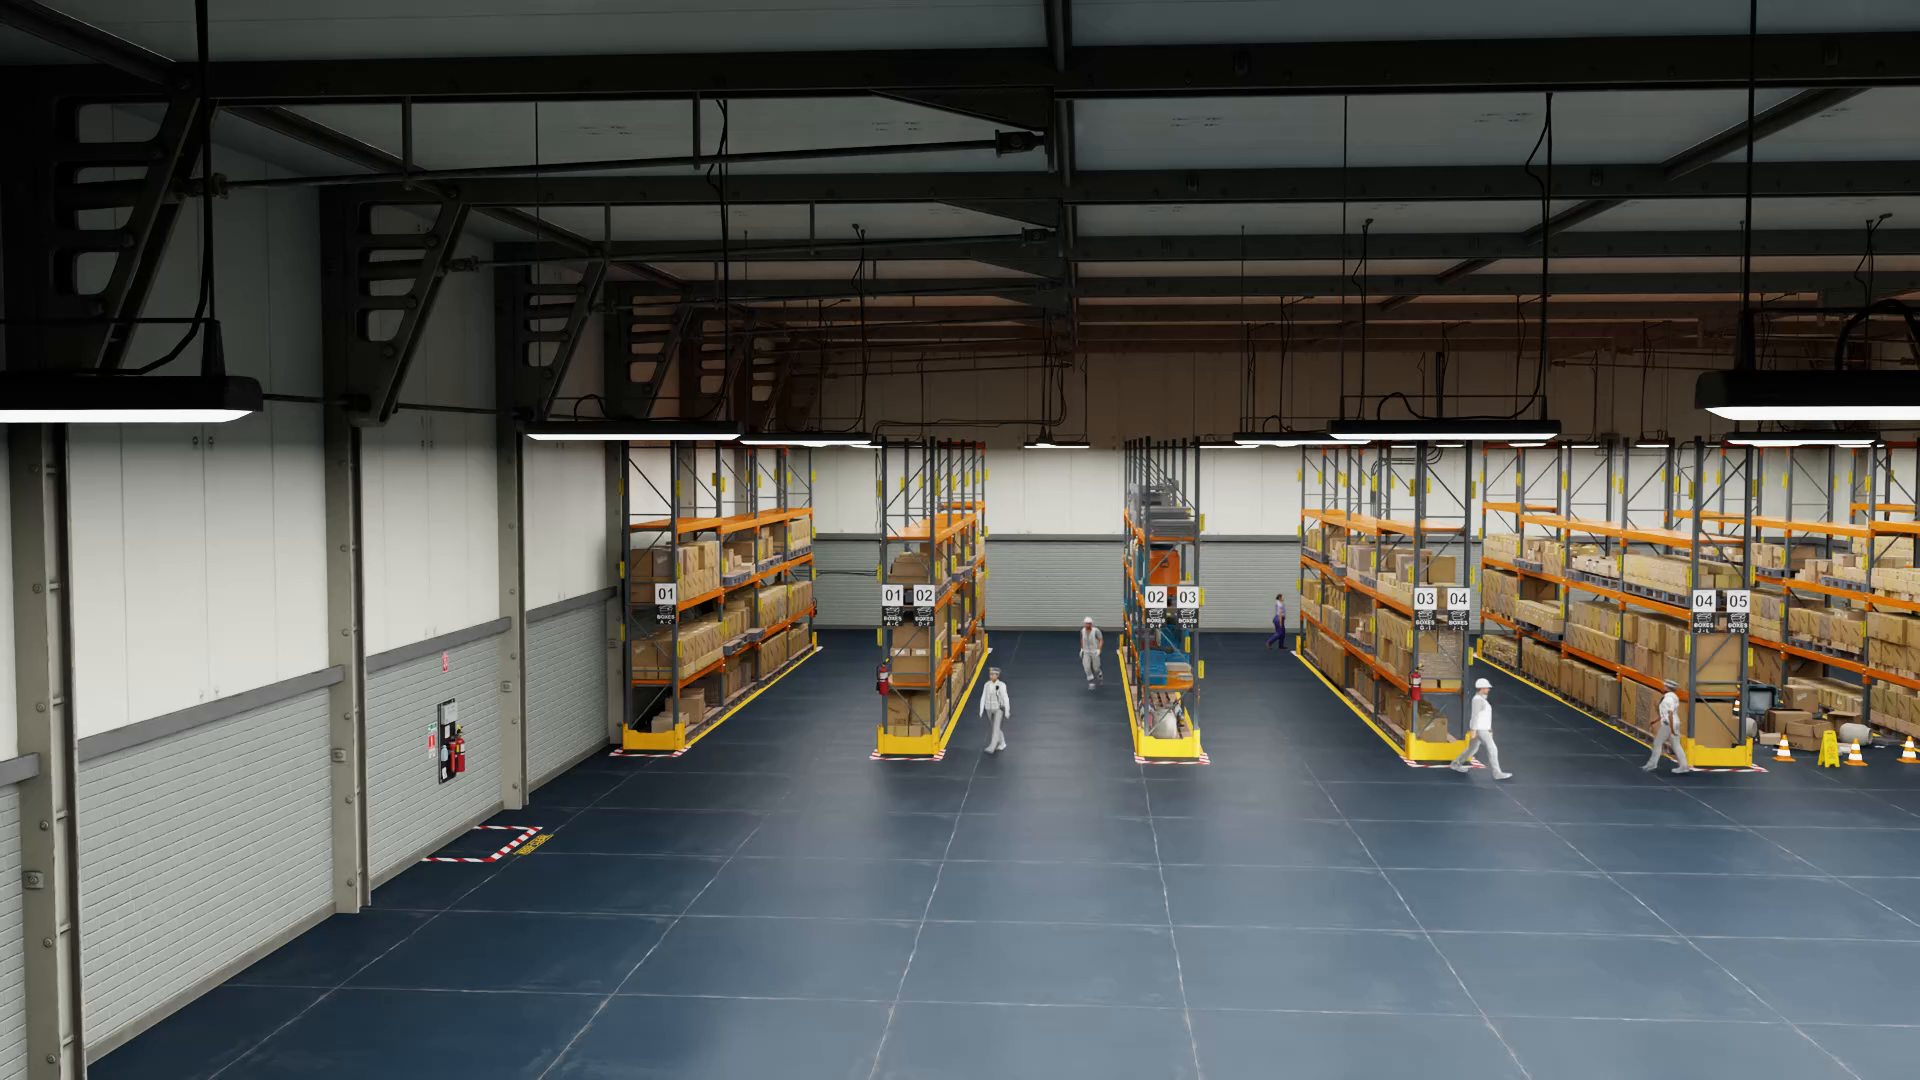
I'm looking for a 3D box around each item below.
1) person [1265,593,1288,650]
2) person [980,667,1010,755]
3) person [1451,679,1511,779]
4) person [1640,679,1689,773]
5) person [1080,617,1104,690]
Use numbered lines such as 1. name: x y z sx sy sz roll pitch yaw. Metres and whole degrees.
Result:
1. person: 9.116 2.357 47.816 0.724 1.615 0.527 0 3 3
2. person: 0.623 3.212 31.445 0.532 1.621 1.027 2 4 38
3. person: 9.164 3.307 29.253 0.992 1.733 0.581 1 3 14
4. person: 12.620 3.313 29.696 0.842 1.658 0.475 2 4 38
5. person: 3.184 2.709 40.017 0.604 1.757 0.738 1 3 23
